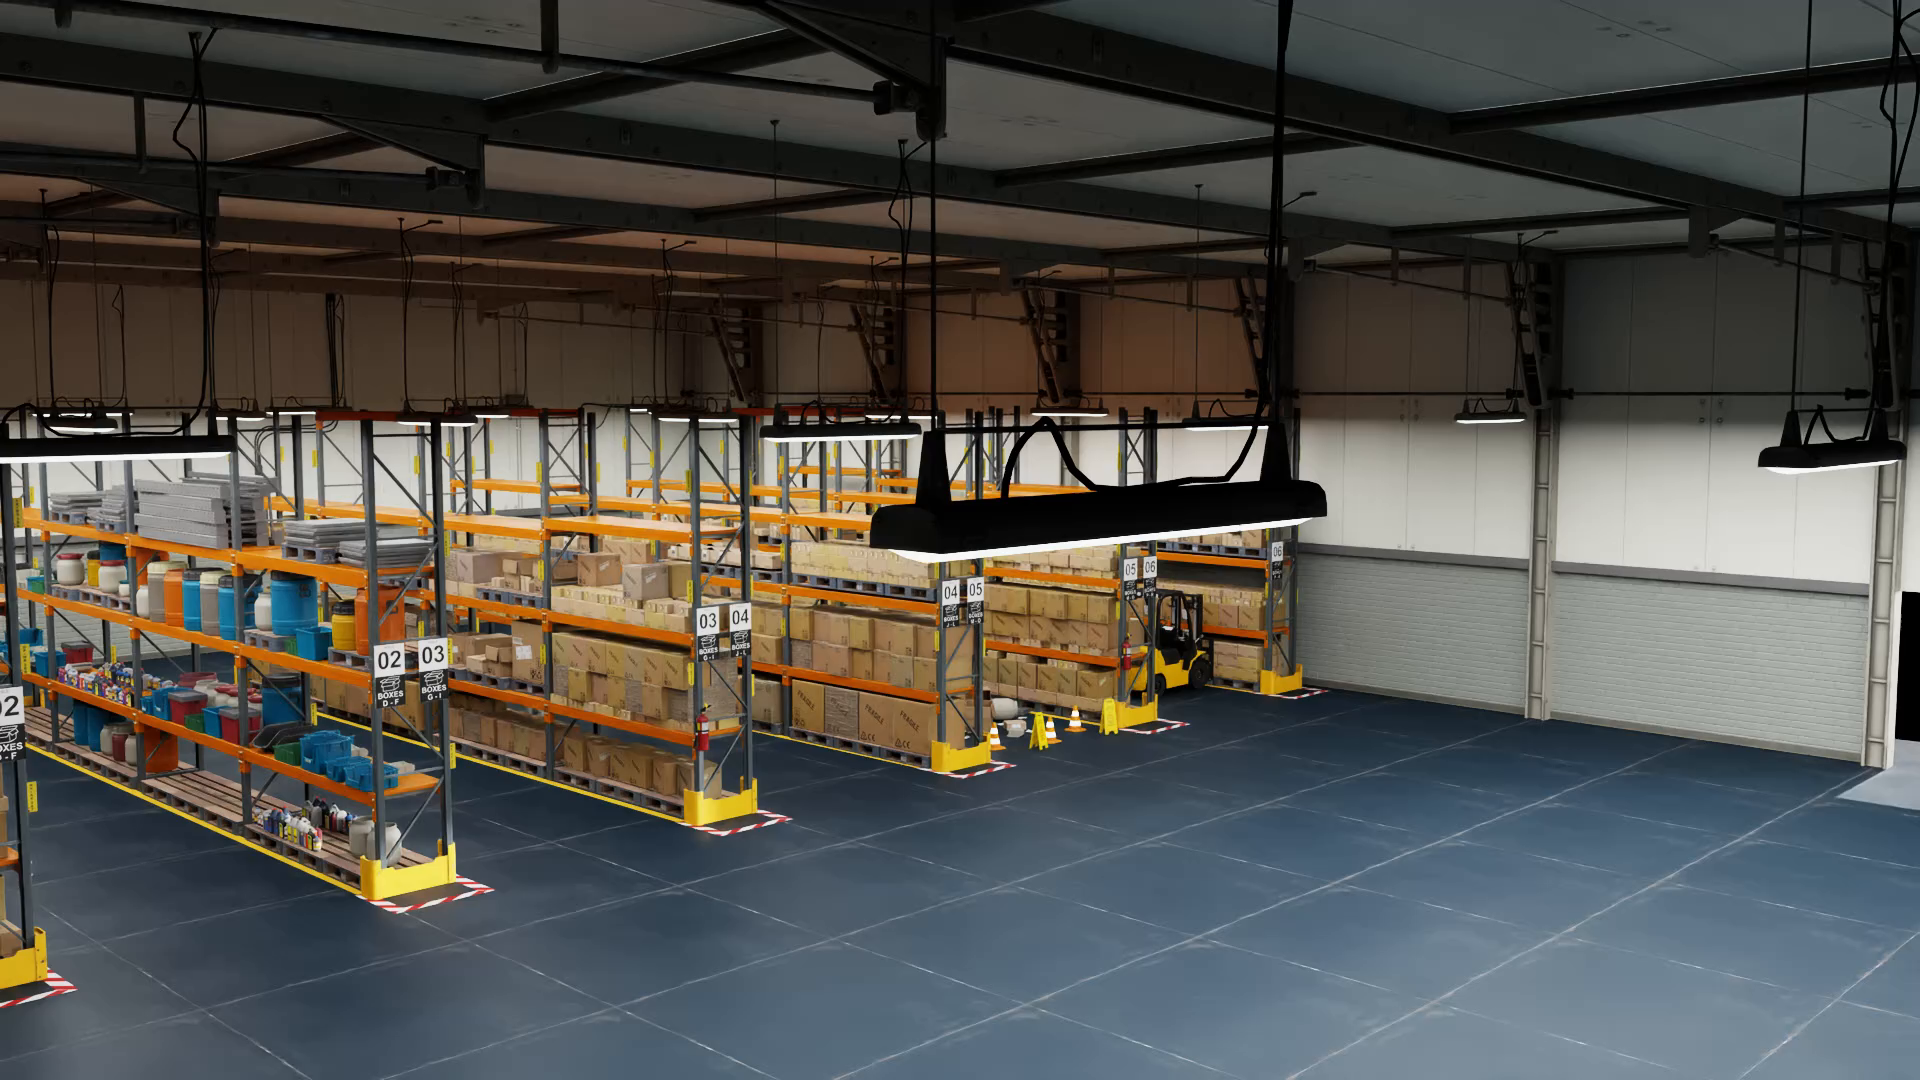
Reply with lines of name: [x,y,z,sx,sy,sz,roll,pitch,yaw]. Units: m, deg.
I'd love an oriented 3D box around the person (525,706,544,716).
person: [-8.076,2.721,31.397,0.496,1.676,0.441,-2,5,-18]
